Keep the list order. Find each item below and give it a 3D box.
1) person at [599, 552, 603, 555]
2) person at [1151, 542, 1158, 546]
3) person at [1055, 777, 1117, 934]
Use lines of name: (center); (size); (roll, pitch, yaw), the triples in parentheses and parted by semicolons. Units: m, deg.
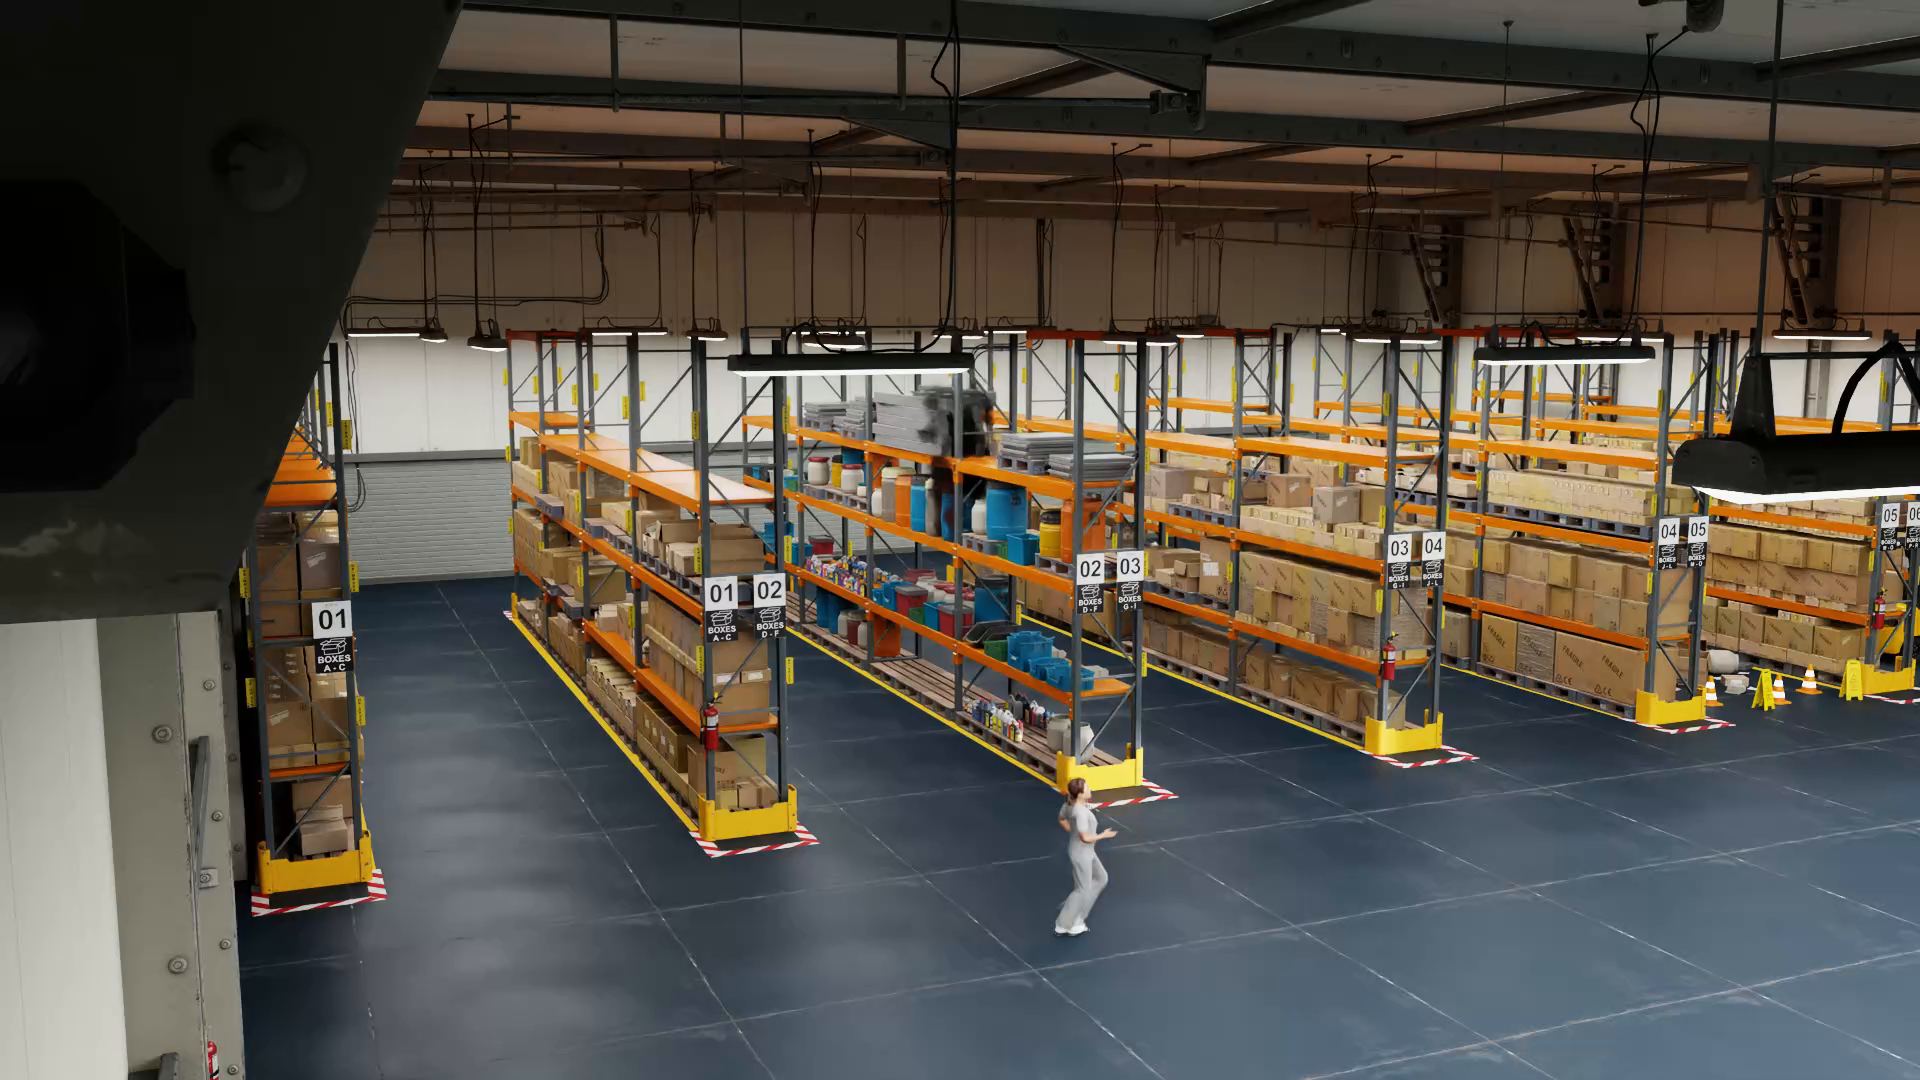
person: (-7.752, 0.647, 35.846); (0.637, 1.744, 0.713); (3, 8, 18)
person: (4.028, 0.828, 34.699); (0.594, 1.616, 0.585); (-5, 9, -30)
person: (1.278, 3.219, 16.938); (0.621, 1.660, 0.547); (0, 8, -3)
